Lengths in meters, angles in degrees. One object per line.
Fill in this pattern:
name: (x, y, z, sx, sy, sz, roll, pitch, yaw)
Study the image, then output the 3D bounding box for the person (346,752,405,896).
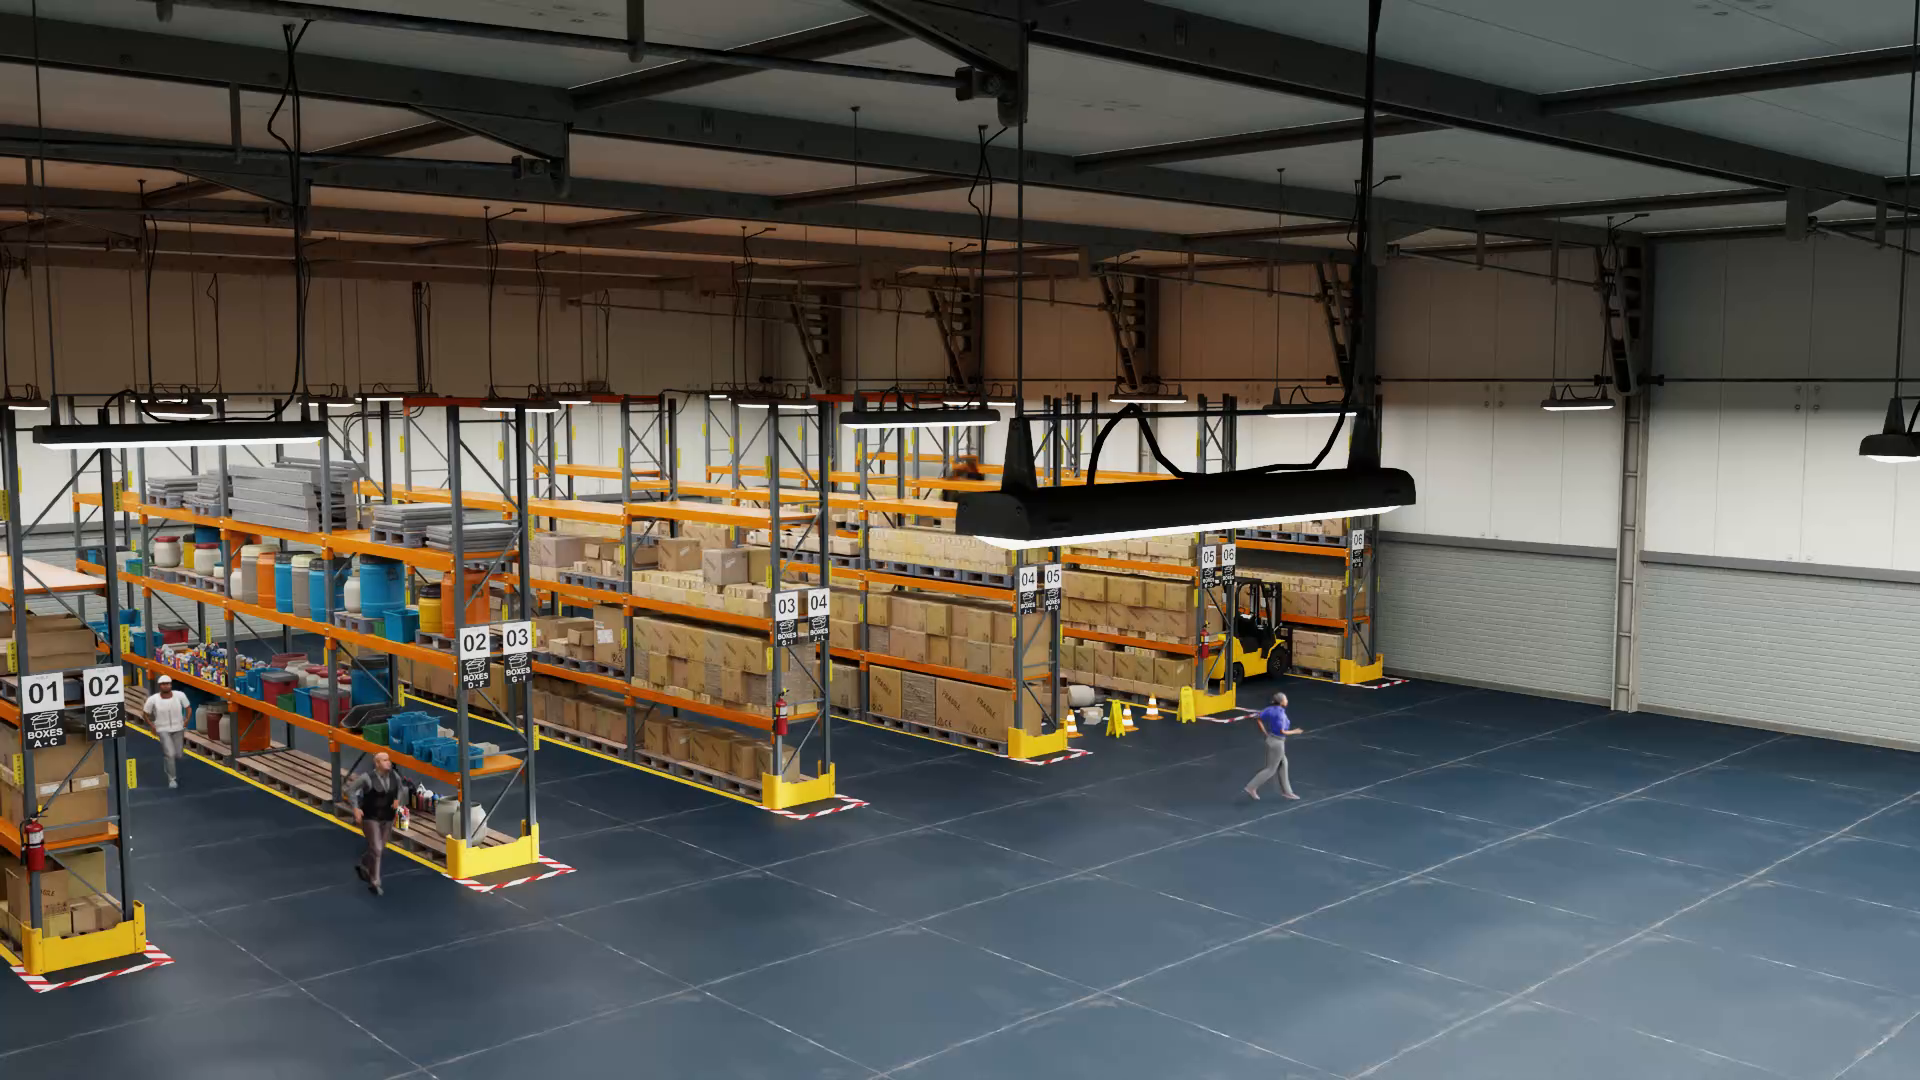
person: (-7.259, 3.519, 20.722, 0.783, 1.785, 0.695, 4, 7, 39)

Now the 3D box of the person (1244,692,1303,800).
person: (4.680, 3.098, 24.870, 0.924, 1.662, 0.549, -1, 6, -9)

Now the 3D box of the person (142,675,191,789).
person: (-12.352, 2.967, 25.962, 0.692, 1.747, 0.689, -4, 7, -37)
